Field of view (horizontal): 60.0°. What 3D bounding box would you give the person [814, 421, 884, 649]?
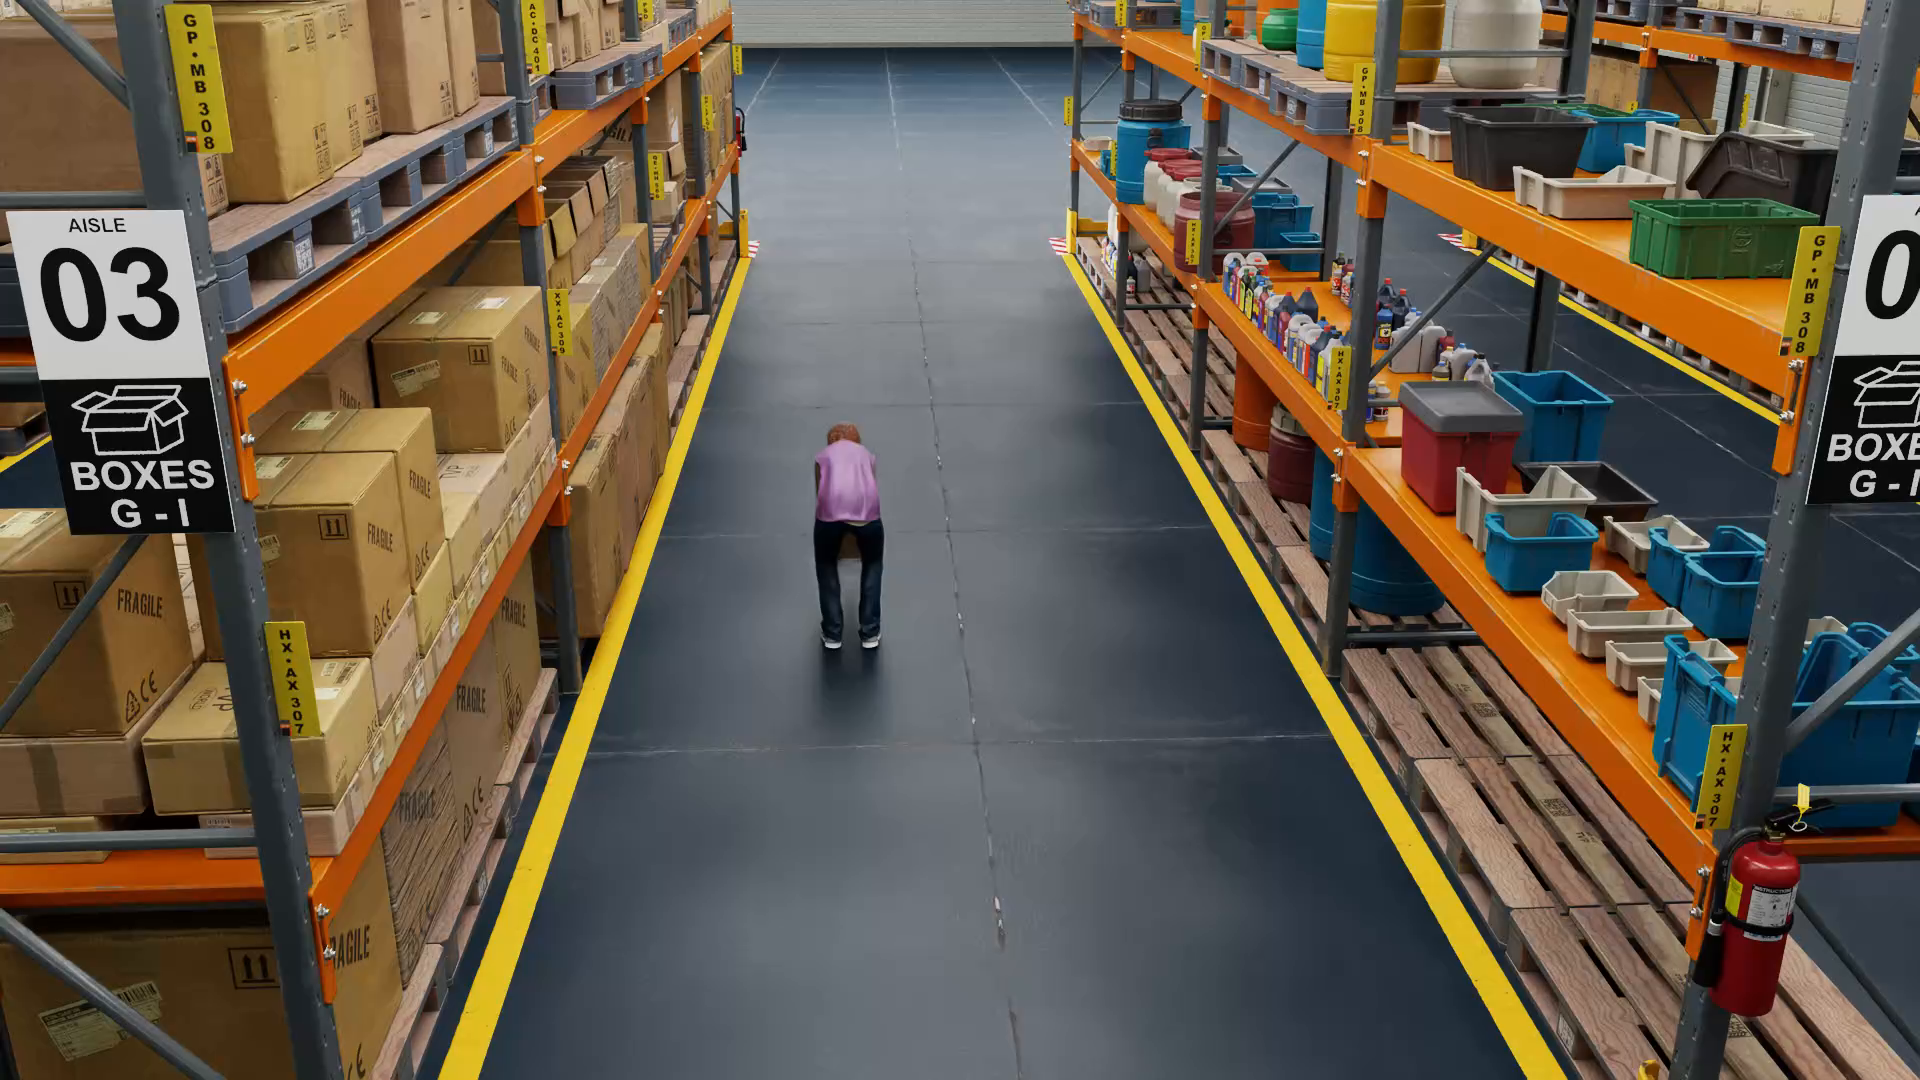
[{"bbox_3d":[-0.625,-0.028,9.320,0.385,1.139,0.848,-2,21,-5],"label":"person"}]
